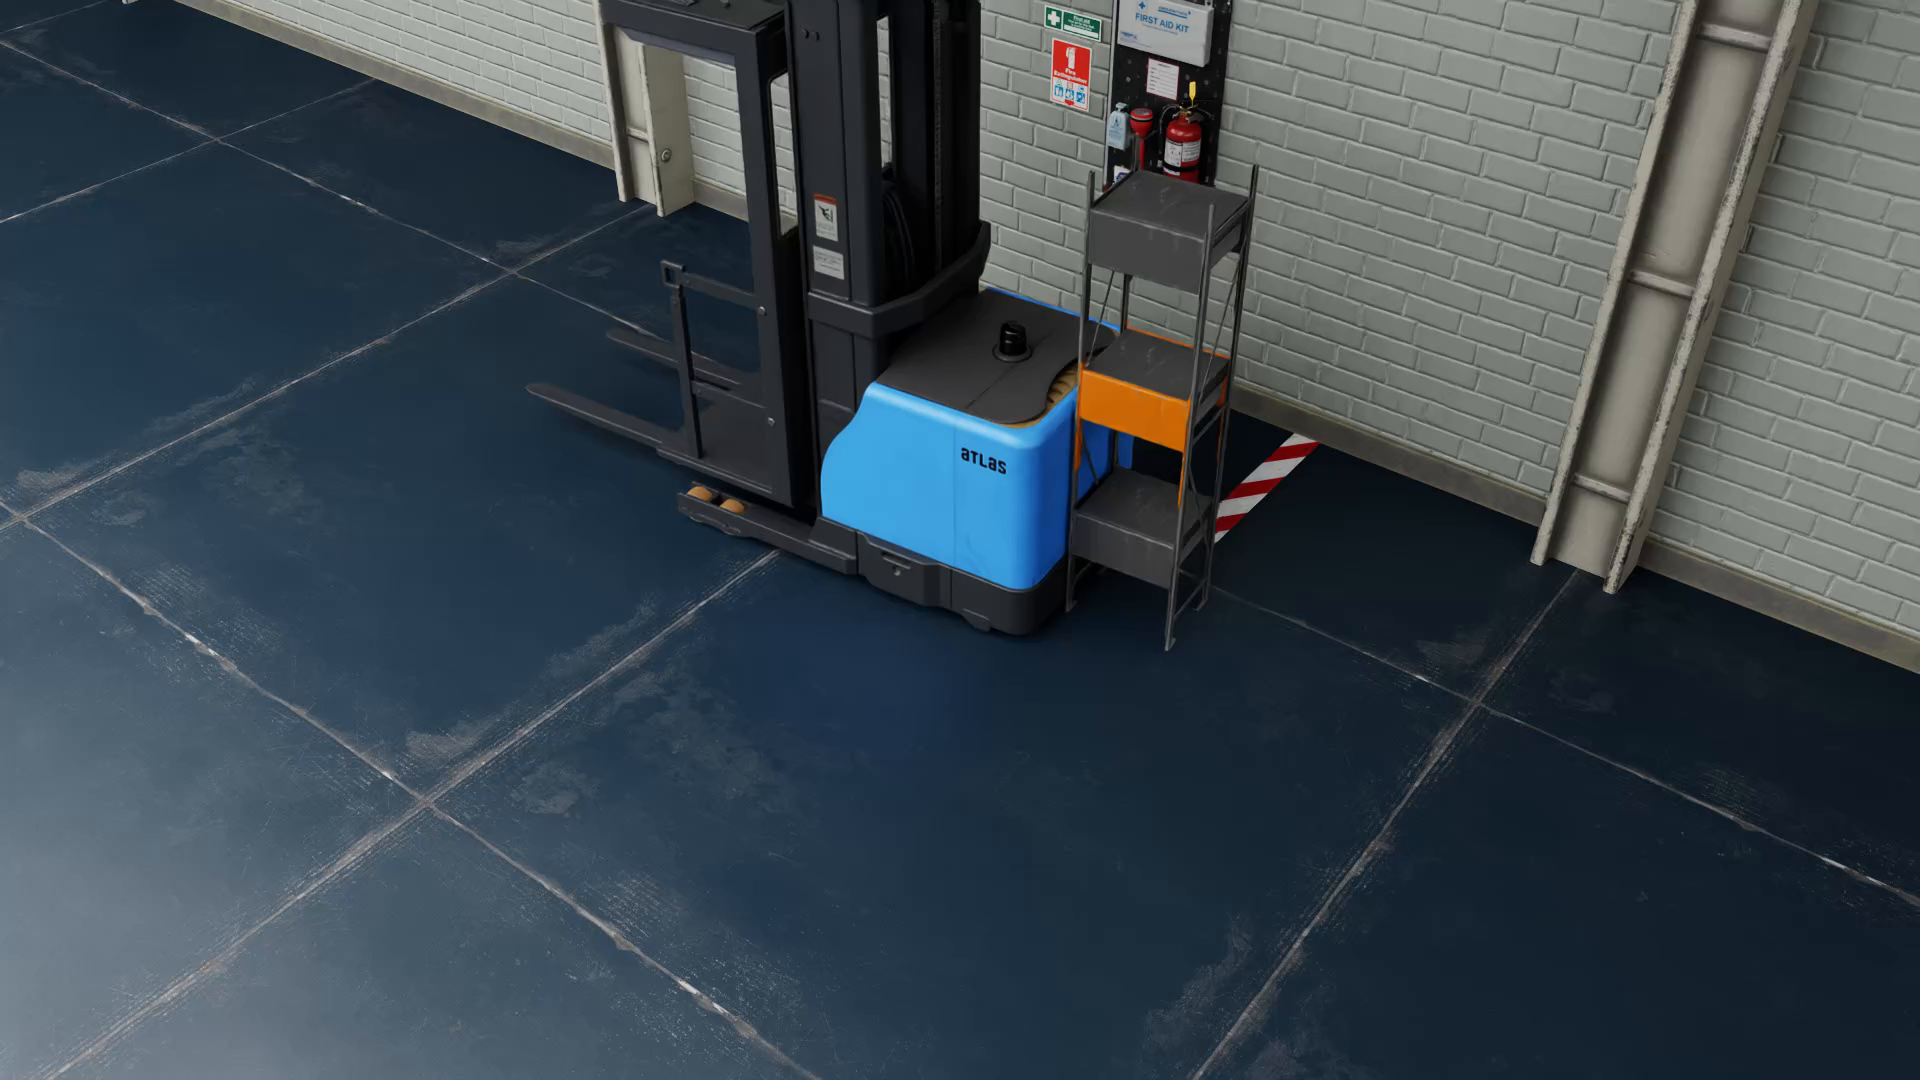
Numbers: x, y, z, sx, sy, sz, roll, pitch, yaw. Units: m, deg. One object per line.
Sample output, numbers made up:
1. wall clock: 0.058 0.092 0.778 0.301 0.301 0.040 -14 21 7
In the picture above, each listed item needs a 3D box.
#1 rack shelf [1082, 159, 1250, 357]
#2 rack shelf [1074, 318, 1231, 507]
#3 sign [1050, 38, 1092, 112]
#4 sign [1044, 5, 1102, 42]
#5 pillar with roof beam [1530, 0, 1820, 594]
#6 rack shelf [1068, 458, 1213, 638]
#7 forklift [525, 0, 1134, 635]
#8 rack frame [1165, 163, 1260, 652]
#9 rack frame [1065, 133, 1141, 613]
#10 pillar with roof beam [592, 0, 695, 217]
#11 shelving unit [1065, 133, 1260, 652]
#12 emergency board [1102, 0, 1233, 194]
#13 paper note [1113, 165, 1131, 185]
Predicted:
1. rack shelf: 0.783 -1.073 6.304 0.480 0.518 0.431 21 43 24
2. rack shelf: 0.783 -0.522 6.735 0.480 0.518 0.431 21 43 24
3. sign: 0.547 -2.301 8.226 0.234 0.329 0.001 25 45 29
4. sign: 0.545 -2.503 8.055 0.331 0.109 0.001 25 45 29
5. pillar with roof beam: 0.248 -1.339 2.160 0.400 9.000 9.100 25 45 29
6. rack shelf: 0.783 0.029 7.167 0.480 0.518 0.431 21 43 24
7. forklift: -0.730 -1.431 7.200 3.031 2.935 1.130 21 43 24
8. rack frame: 0.990 -0.454 6.626 0.015 2.100 0.400 21 43 24
9. rack frame: 0.575 -0.611 6.828 0.015 2.100 0.400 21 43 24
10. pillar with roof beam: -4.518 -3.586 5.031 0.400 9.000 9.100 25 45 29
11. shelving unit: 0.783 -0.532 6.727 0.503 2.100 0.431 21 43 24
12. emergency board: 0.923 -2.029 7.908 0.643 1.169 0.194 25 45 29
13. paper note: 0.825 -1.782 8.308 0.142 0.148 0.016 25 45 29
